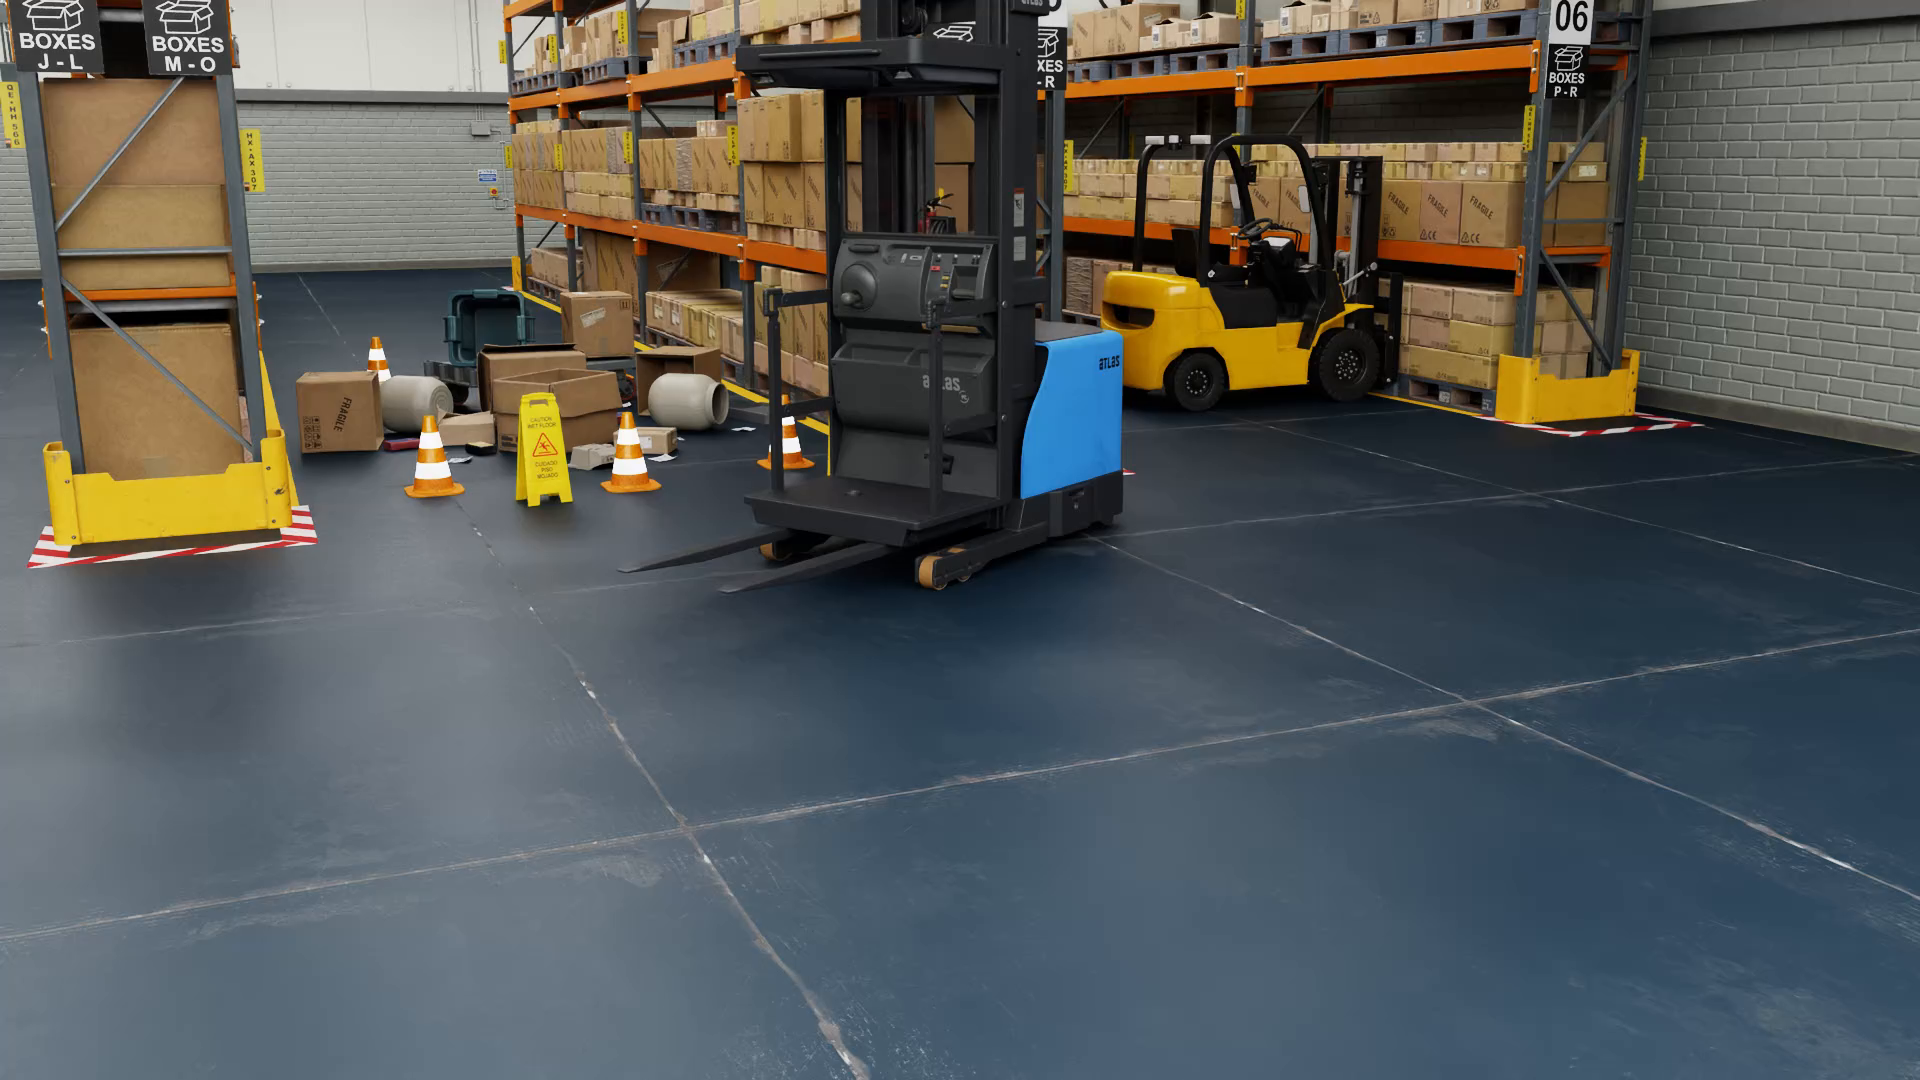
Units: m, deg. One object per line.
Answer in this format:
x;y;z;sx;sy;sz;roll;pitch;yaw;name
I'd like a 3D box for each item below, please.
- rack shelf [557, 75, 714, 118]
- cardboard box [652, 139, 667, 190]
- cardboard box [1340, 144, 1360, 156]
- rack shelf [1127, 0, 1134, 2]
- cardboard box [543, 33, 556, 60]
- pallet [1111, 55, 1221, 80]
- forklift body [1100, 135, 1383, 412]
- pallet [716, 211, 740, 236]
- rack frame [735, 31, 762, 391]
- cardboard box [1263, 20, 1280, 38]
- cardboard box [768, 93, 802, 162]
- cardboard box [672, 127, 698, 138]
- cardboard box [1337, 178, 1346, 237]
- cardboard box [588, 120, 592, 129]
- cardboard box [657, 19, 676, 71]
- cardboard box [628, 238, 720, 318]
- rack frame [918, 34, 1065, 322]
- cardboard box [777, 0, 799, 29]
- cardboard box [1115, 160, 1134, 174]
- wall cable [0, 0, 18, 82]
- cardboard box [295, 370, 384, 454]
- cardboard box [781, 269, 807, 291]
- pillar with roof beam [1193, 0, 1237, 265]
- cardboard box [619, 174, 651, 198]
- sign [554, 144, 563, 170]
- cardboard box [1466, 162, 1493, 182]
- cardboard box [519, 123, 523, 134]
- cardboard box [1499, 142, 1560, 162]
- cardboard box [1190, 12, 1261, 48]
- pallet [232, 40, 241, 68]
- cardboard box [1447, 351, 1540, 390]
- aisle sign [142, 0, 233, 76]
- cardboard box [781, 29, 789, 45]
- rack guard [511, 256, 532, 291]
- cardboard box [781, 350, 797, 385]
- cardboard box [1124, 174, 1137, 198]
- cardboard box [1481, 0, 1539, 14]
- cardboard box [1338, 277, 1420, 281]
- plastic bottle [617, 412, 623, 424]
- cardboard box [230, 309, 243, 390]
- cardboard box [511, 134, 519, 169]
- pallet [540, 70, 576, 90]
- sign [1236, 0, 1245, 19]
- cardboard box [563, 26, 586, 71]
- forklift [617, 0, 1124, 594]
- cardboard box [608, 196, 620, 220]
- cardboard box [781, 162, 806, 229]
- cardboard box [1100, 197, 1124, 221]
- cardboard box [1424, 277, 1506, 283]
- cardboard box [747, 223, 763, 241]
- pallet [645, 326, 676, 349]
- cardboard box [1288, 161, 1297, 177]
-3.807;-5.166;19.480;1.077;0.370;4.000;-6;14;-23;rack shelf
-2.823;-3.819;16.905;0.500;0.500;0.500;-5;14;-20;cardboard box
3.587;-3.422;14.685;0.380;0.149;0.250;-6;14;-23;cardboard box
2.342;-6.055;17.557;1.077;0.370;4.000;-6;14;-23;rack shelf
-5.178;-6.509;22.306;0.797;0.503;0.637;-4;14;-19;cardboard box
2.345;-5.097;18.008;1.003;0.211;1.213;-5;14;-20;pallet
2.314;-2.251;13.828;2.313;2.155;1.214;-6;14;-23;forklift body
-1.577;-2.893;15.142;1.003;0.211;1.213;-6;14;-23;pallet
-1.404;-2.815;14.381;1.000;3.000;0.127;-6;14;-23;rack frame
3.044;-4.737;15.434;0.380;0.149;0.250;-5;14;-22;cardboard box
-1.065;-3.172;12.823;0.700;0.500;0.500;-6;14;-24;cardboard box
-2.979;-4.301;18.364;0.500;0.500;0.500;-6;14;-25;cardboard box
3.509;-2.987;14.903;0.500;0.500;0.500;-6;14;-24;cardboard box
-5.029;-5.419;21.754;0.380;0.149;0.250;-5;14;-22;cardboard box
-2.635;-4.955;16.753;0.700;0.500;0.500;-6;14;-23;cardboard box
-3.207;-2.961;18.793;0.875;0.875;0.875;-6;14;-23;cardboard box
0.199;-1.989;10.811;1.000;3.000;0.127;-6;14;-23;rack frame
-1.074;-4.022;12.618;0.500;0.250;0.500;-5;14;-22;cardboard box
1.925;-4.097;18.261;0.380;0.149;0.250;-5;14;-22;cardboard box
-14.398;-10.369;26.579;2.277;5.999;0.120;-6;14;-23;wall cable
-4.337;-0.903;11.656;0.500;0.500;0.500;-3;13;-13;cardboard box
-1.212;-2.078;13.261;0.380;0.149;0.250;-5;14;-21;cardboard box
-1.056;-6.437;16.724;9.100;9.000;0.400;-6;14;-23;pillar with roof beam
-3.433;-3.889;18.246;0.500;0.250;0.500;-6;14;-23;cardboard box
-5.116;-4.878;21.198;0.100;0.325;0.005;-6;14;-23;sign
4.220;-2.899;13.083;0.380;0.149;0.250;-5;14;-22;cardboard box
-6.153;-5.936;23.988;0.380;0.149;0.250;-5;14;-21;cardboard box
4.409;-3.003;12.871;0.380;0.149;0.250;-6;14;-23;cardboard box
2.630;-5.063;16.486;0.500;0.311;0.500;-6;14;-25;cardboard box
-7.194;-4.415;15.059;1.213;0.211;1.003;-5;14;-20;pallet
4.268;-1.371;13.310;0.500;0.250;0.500;-6;14;-23;cardboard box
-3.993;-2.800;8.549;0.394;0.787;0.004;-6;14;-23;aisle sign
-1.185;-3.912;13.025;0.380;0.149;0.250;-5;14;-21;cardboard box
-6.220;-4.082;25.397;1.175;0.500;0.348;-6;14;-23;rack guard
-1.191;-1.425;13.540;0.500;0.250;0.500;-5;14;-20;cardboard box
2.115;-3.831;17.994;0.500;0.250;0.500;-5;14;-22;cardboard box
4.345;-4.271;12.643;0.500;0.500;0.500;-5;14;-21;cardboard box
3.658;-2.171;14.546;0.500;0.250;0.500;-6;14;-24;cardboard box
-2.605;-0.948;12.829;0.133;0.061;0.283;-3;13;-13;plastic bottle
-6.230;-1.576;13.085;1.050;0.750;0.750;-6;14;-23;cardboard box
-6.279;-5.705;24.430;0.500;0.500;0.500;-6;14;-24;cardboard box
-4.926;-6.056;21.929;1.003;0.211;1.213;-6;14;-23;pallet
2.650;-5.080;15.669;0.100;0.325;0.005;-6;14;-23;sign
-4.521;-5.974;20.226;0.500;0.500;0.500;-6;14;-24;cardboard box
-0.361;-1.314;8.046;1.130;2.935;3.031;9;16;34;forklift
-3.665;-3.754;18.769;0.500;0.250;0.500;-5;14;-22;cardboard box
-1.071;-2.686;12.943;0.500;0.500;0.500;-6;14;-23;cardboard box
1.904;-3.694;18.510;0.500;0.250;0.500;-6;14;-25;cardboard box
4.332;-2.114;14.299;0.500;0.250;0.500;-6;14;-23;cardboard box
-1.571;-2.599;14.003;0.380;0.149;0.250;-6;14;-23;cardboard box
-2.694;-2.122;17.568;1.003;0.211;1.213;-6;14;-23;pallet
3.265;-3.435;15.398;0.380;0.149;0.250;-6;14;-23;cardboard box
